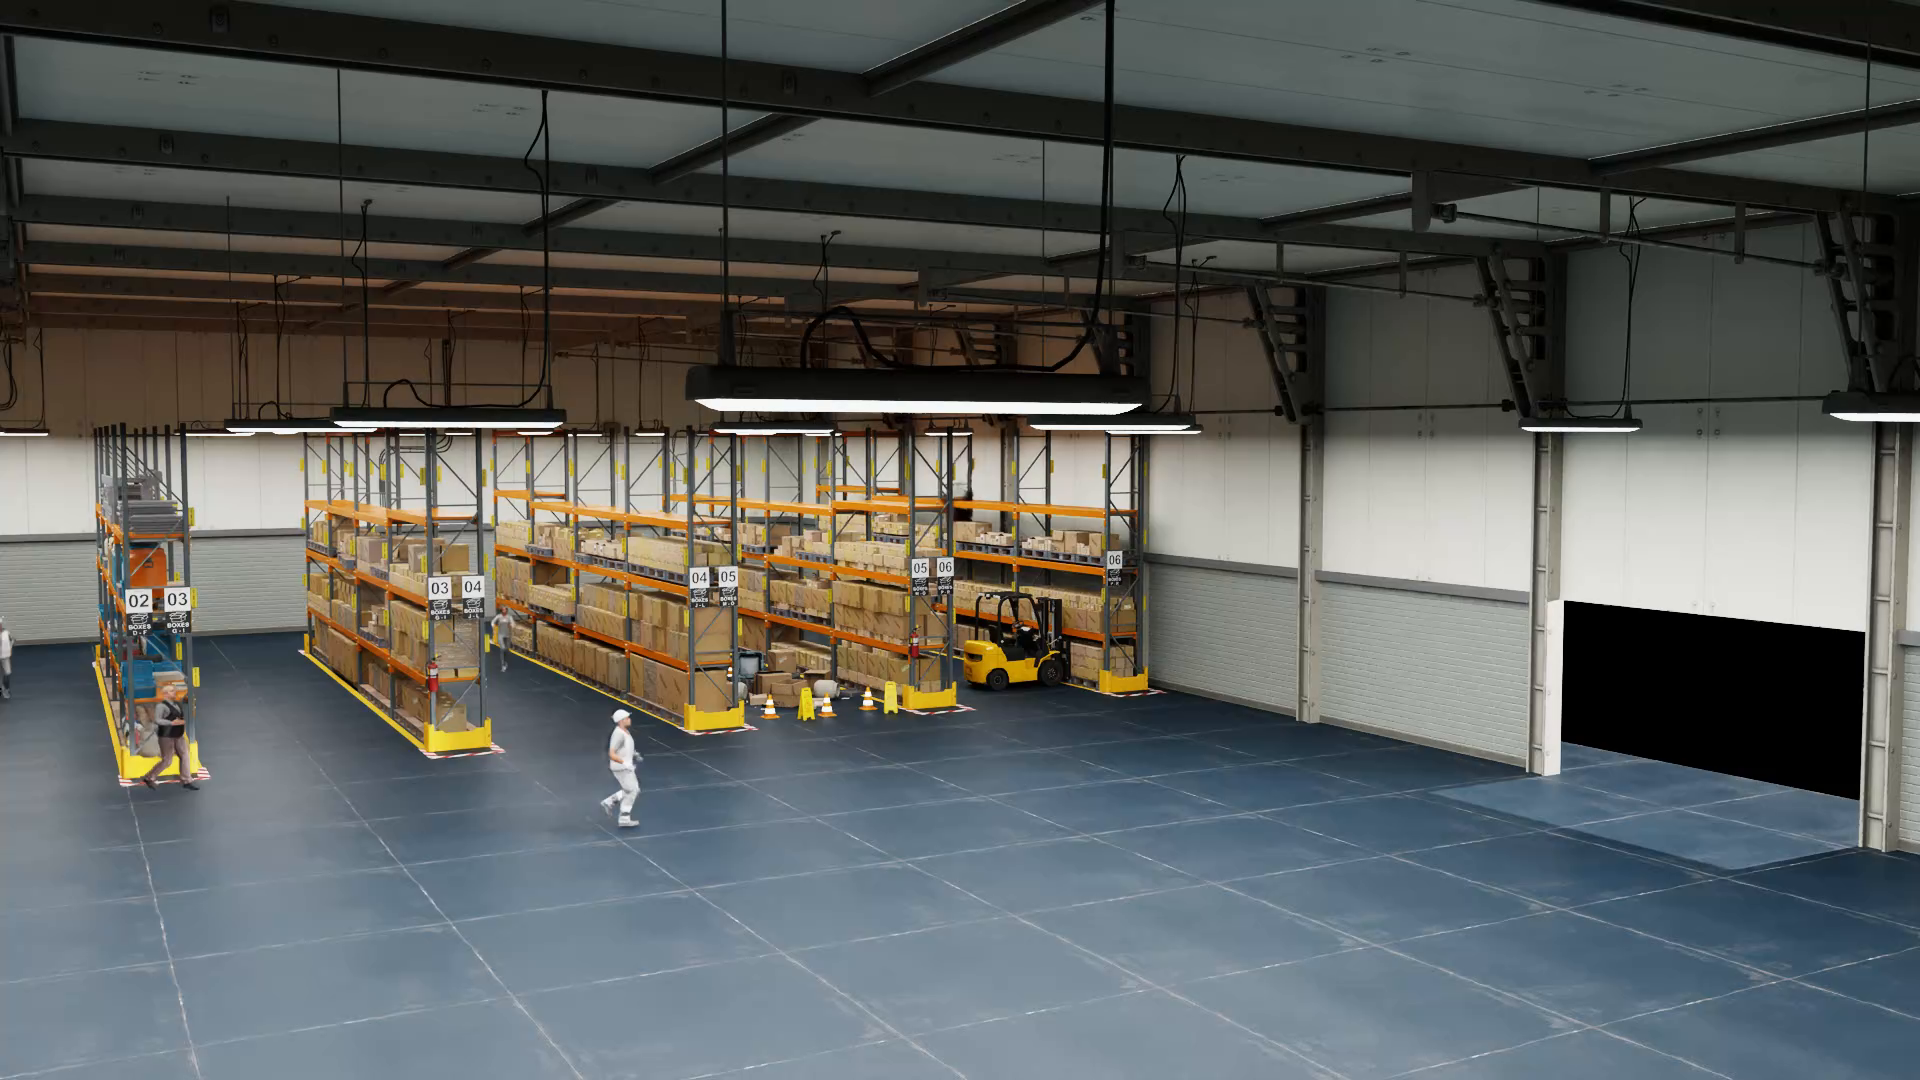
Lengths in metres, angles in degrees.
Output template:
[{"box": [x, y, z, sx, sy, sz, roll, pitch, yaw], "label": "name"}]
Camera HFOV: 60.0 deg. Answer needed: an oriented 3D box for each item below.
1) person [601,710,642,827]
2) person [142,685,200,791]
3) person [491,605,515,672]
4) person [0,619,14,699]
[{"box": [-5.011, 3.365, 24.507, 0.612, 1.741, 0.643, 0, 3, -2], "label": "person"}, {"box": [-12.796, 3.215, 26.938, 0.887, 1.736, 0.687, 0, 3, -1], "label": "person"}, {"box": [-11.285, 2.417, 41.149, 0.518, 1.627, 0.785, -2, 4, -30], "label": "person"}, {"box": [-21.192, 2.621, 36.706, 0.637, 1.813, 0.711, -3, 4, -39], "label": "person"}]
